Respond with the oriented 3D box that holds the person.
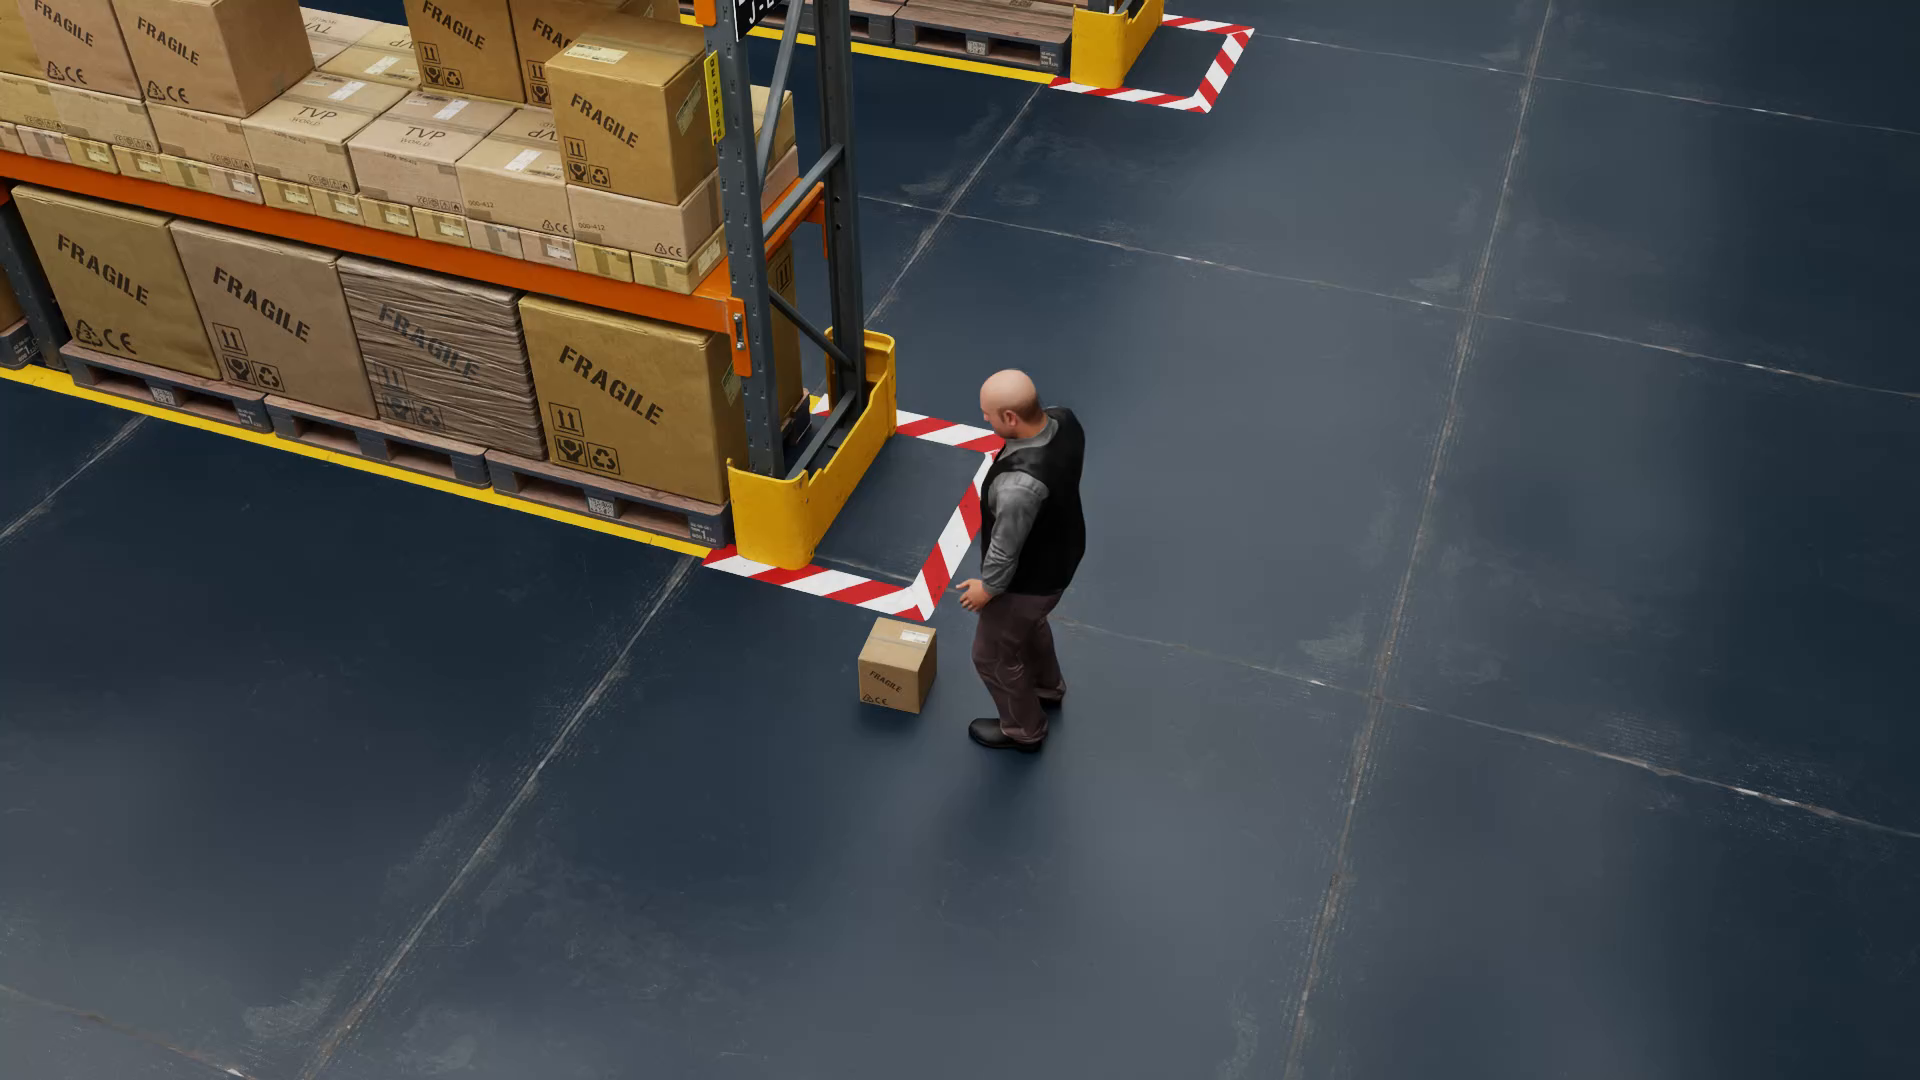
[{"bbox_3d":[0.237,0.100,6.093,0.390,1.691,0.549,14,43,16],"label":"person"}]
